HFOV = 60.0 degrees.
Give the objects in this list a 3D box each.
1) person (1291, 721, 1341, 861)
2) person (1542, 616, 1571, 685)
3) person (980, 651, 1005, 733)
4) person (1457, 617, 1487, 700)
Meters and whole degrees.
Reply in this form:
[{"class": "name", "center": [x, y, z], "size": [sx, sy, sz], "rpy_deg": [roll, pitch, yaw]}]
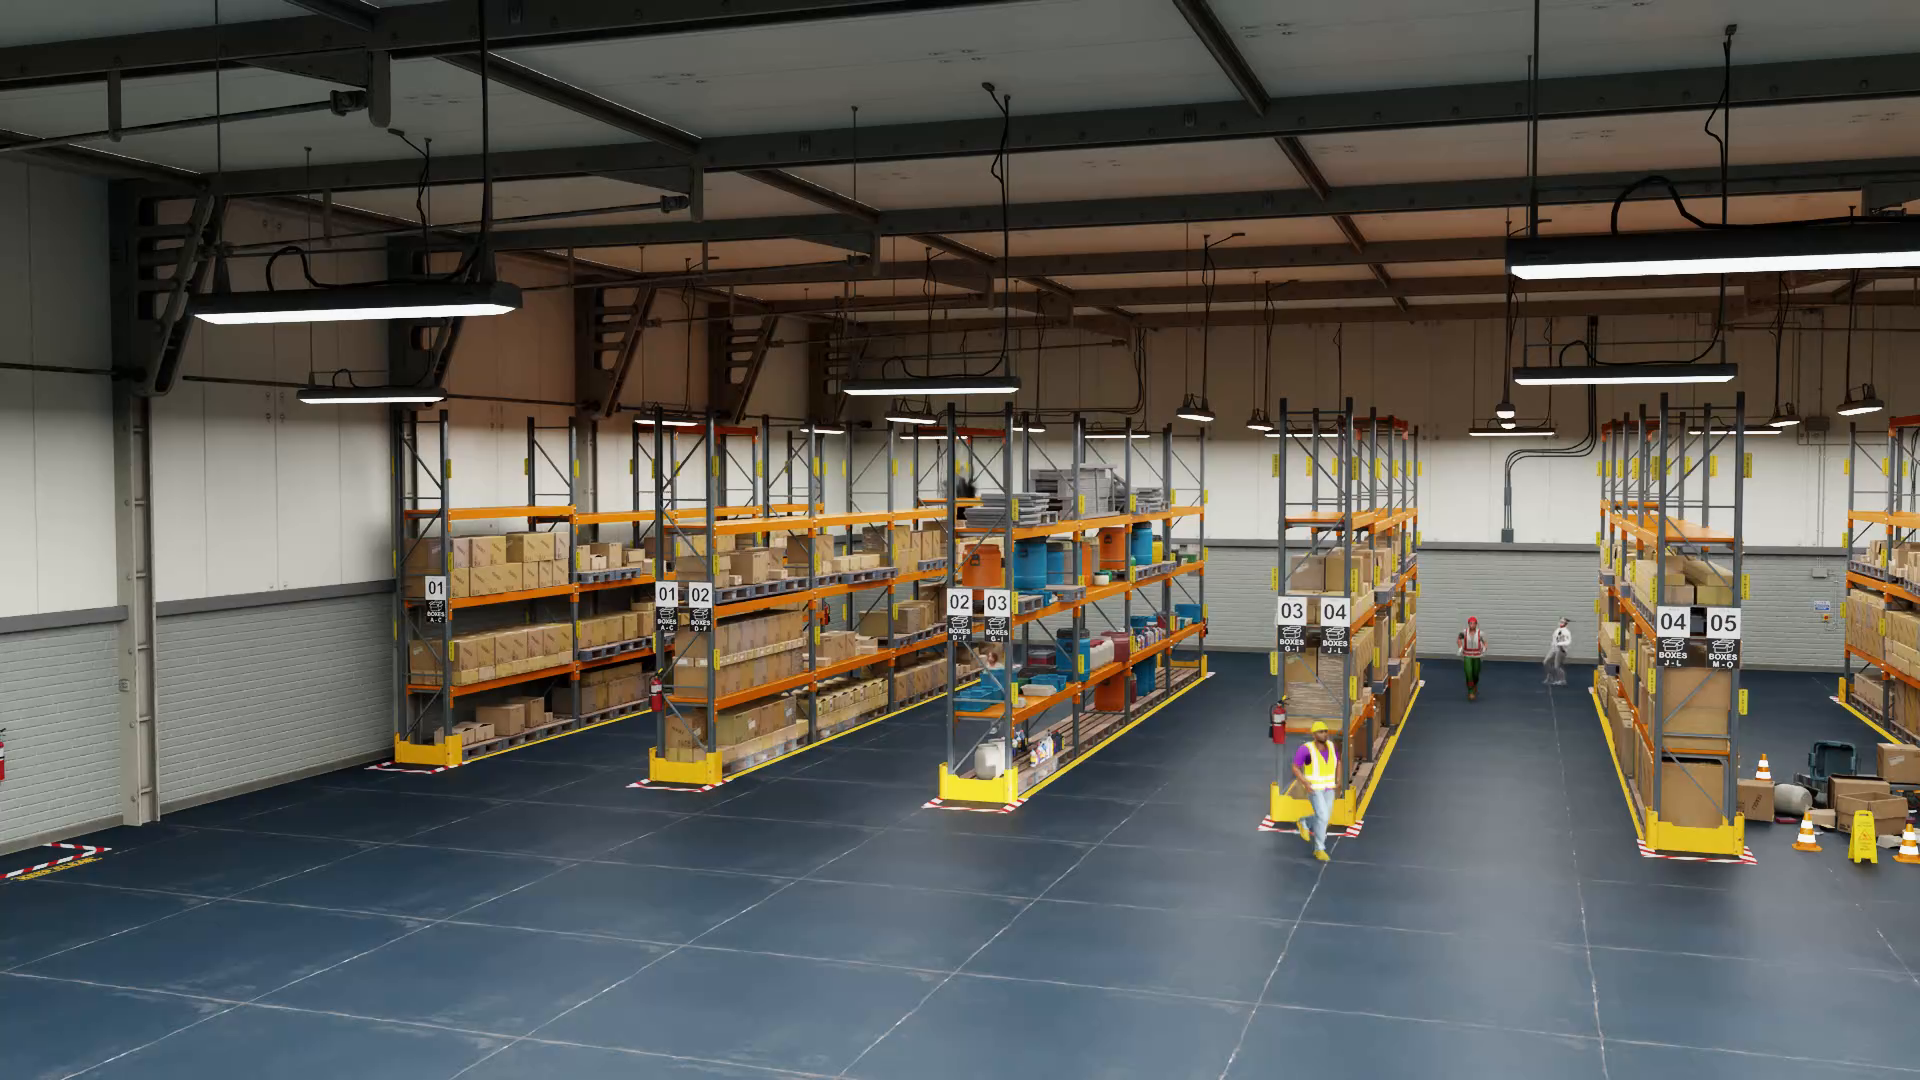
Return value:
[{"class": "person", "center": [4.609, 3.212, 21.562], "size": [0.694, 1.768, 0.734], "rpy_deg": [-1, 3, -22]}, {"class": "person", "center": [13.757, 2.563, 38.217], "size": [0.566, 1.651, 0.728], "rpy_deg": [0, 2, -11]}, {"class": "person", "center": [0.625, 2.873, 31.289], "size": [0.566, 1.559, 0.537], "rpy_deg": [1, 3, 22]}, {"class": "person", "center": [11.205, 2.559, 36.402], "size": [0.626, 1.780, 0.955], "rpy_deg": [1, 3, 15]}]
